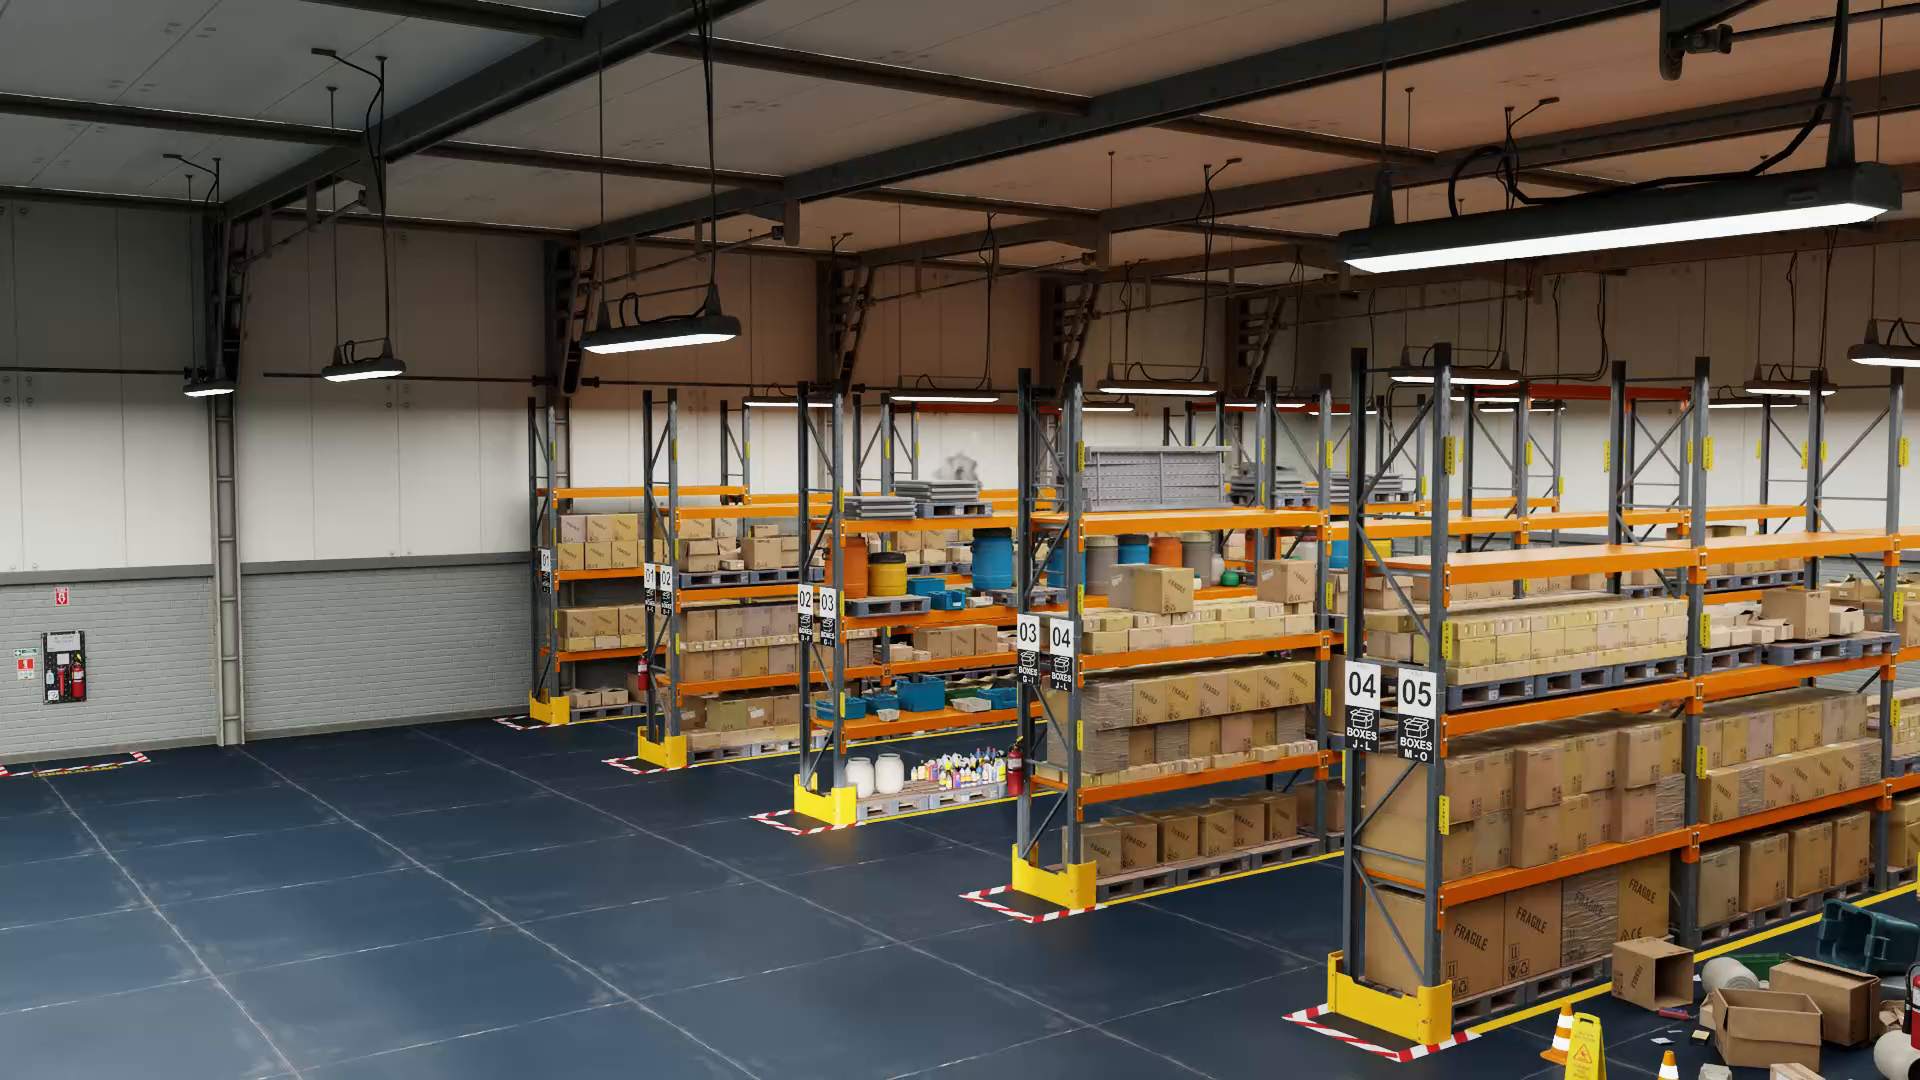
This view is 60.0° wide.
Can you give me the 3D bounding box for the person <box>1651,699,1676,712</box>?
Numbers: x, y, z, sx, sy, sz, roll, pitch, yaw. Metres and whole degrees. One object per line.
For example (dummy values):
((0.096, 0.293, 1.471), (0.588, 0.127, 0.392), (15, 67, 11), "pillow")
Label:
((9.556, 2.935, 22.631), (0.933, 1.750, 0.672), (-3, 5, -42), "person")
